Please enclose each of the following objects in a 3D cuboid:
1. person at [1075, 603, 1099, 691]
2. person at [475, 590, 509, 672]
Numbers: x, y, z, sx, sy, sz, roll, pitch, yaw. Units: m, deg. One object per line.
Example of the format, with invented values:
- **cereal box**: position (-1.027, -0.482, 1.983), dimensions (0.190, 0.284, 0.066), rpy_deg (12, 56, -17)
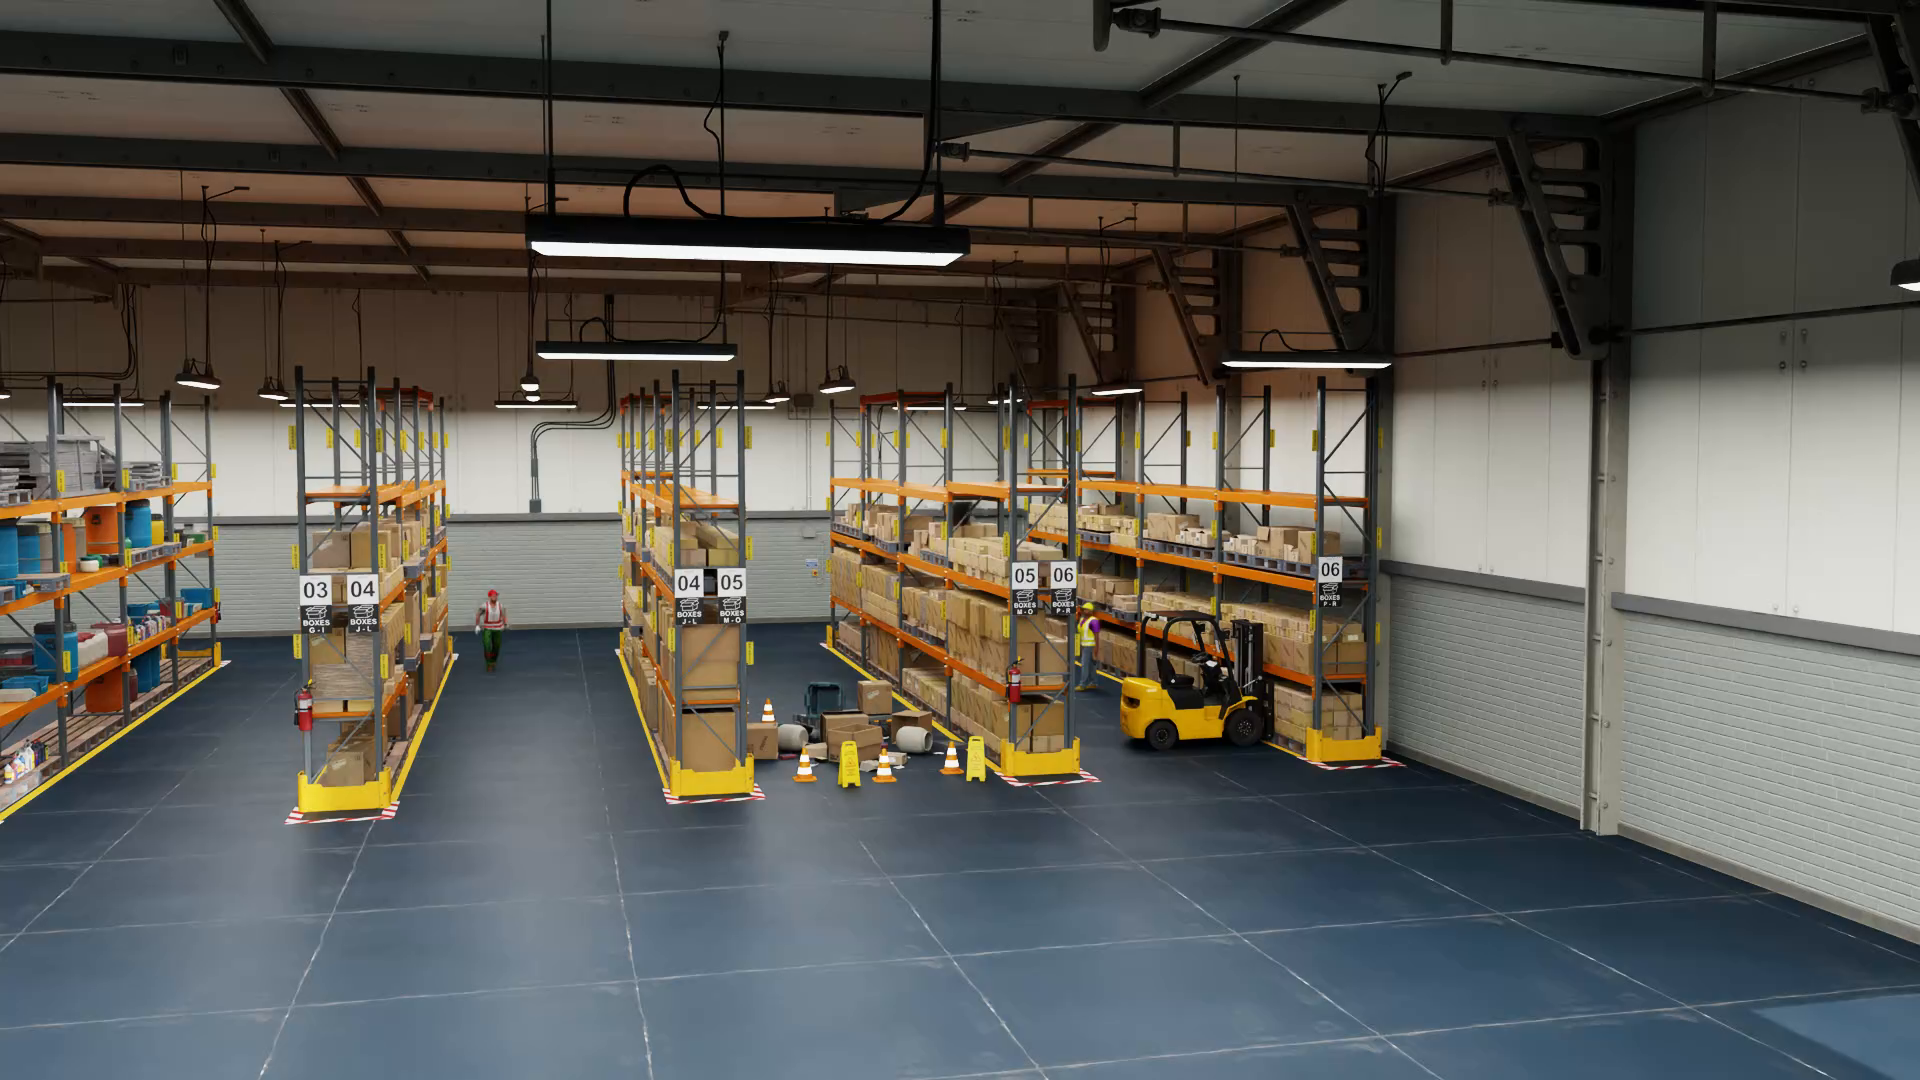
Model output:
- **person**: position (2.481, 2.137, 33.393), dimensions (0.633, 1.759, 0.623), rpy_deg (-1, 3, -11)
- **person**: position (-10.255, 1.990, 36.446), dimensions (0.720, 1.813, 0.877), rpy_deg (-1, 4, -13)
